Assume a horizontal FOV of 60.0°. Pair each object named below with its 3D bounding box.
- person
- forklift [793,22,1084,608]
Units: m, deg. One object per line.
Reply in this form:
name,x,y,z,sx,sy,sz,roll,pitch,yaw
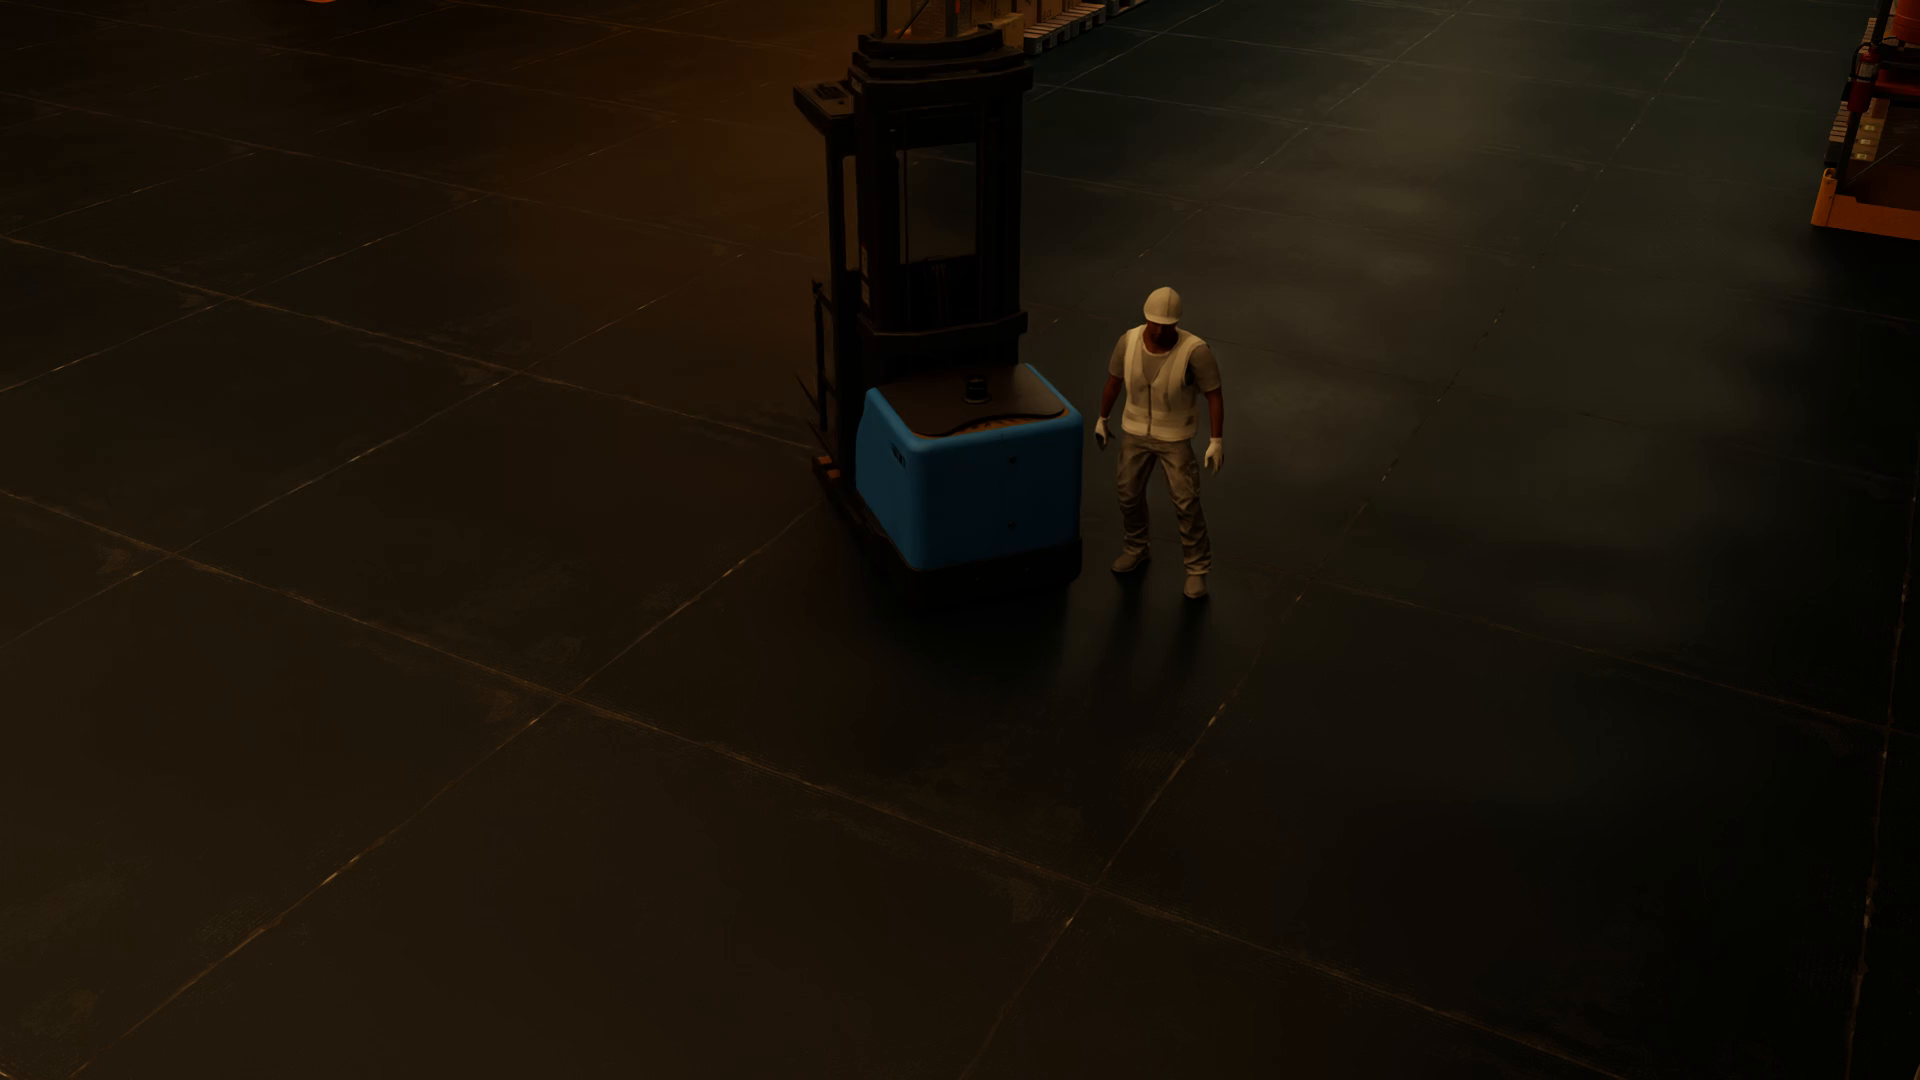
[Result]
person,1.104,-0.576,9.244,0.795,1.759,0.417,14,33,23
forklift,-0.304,-1.615,9.869,1.130,2.935,3.031,-11,32,-18
